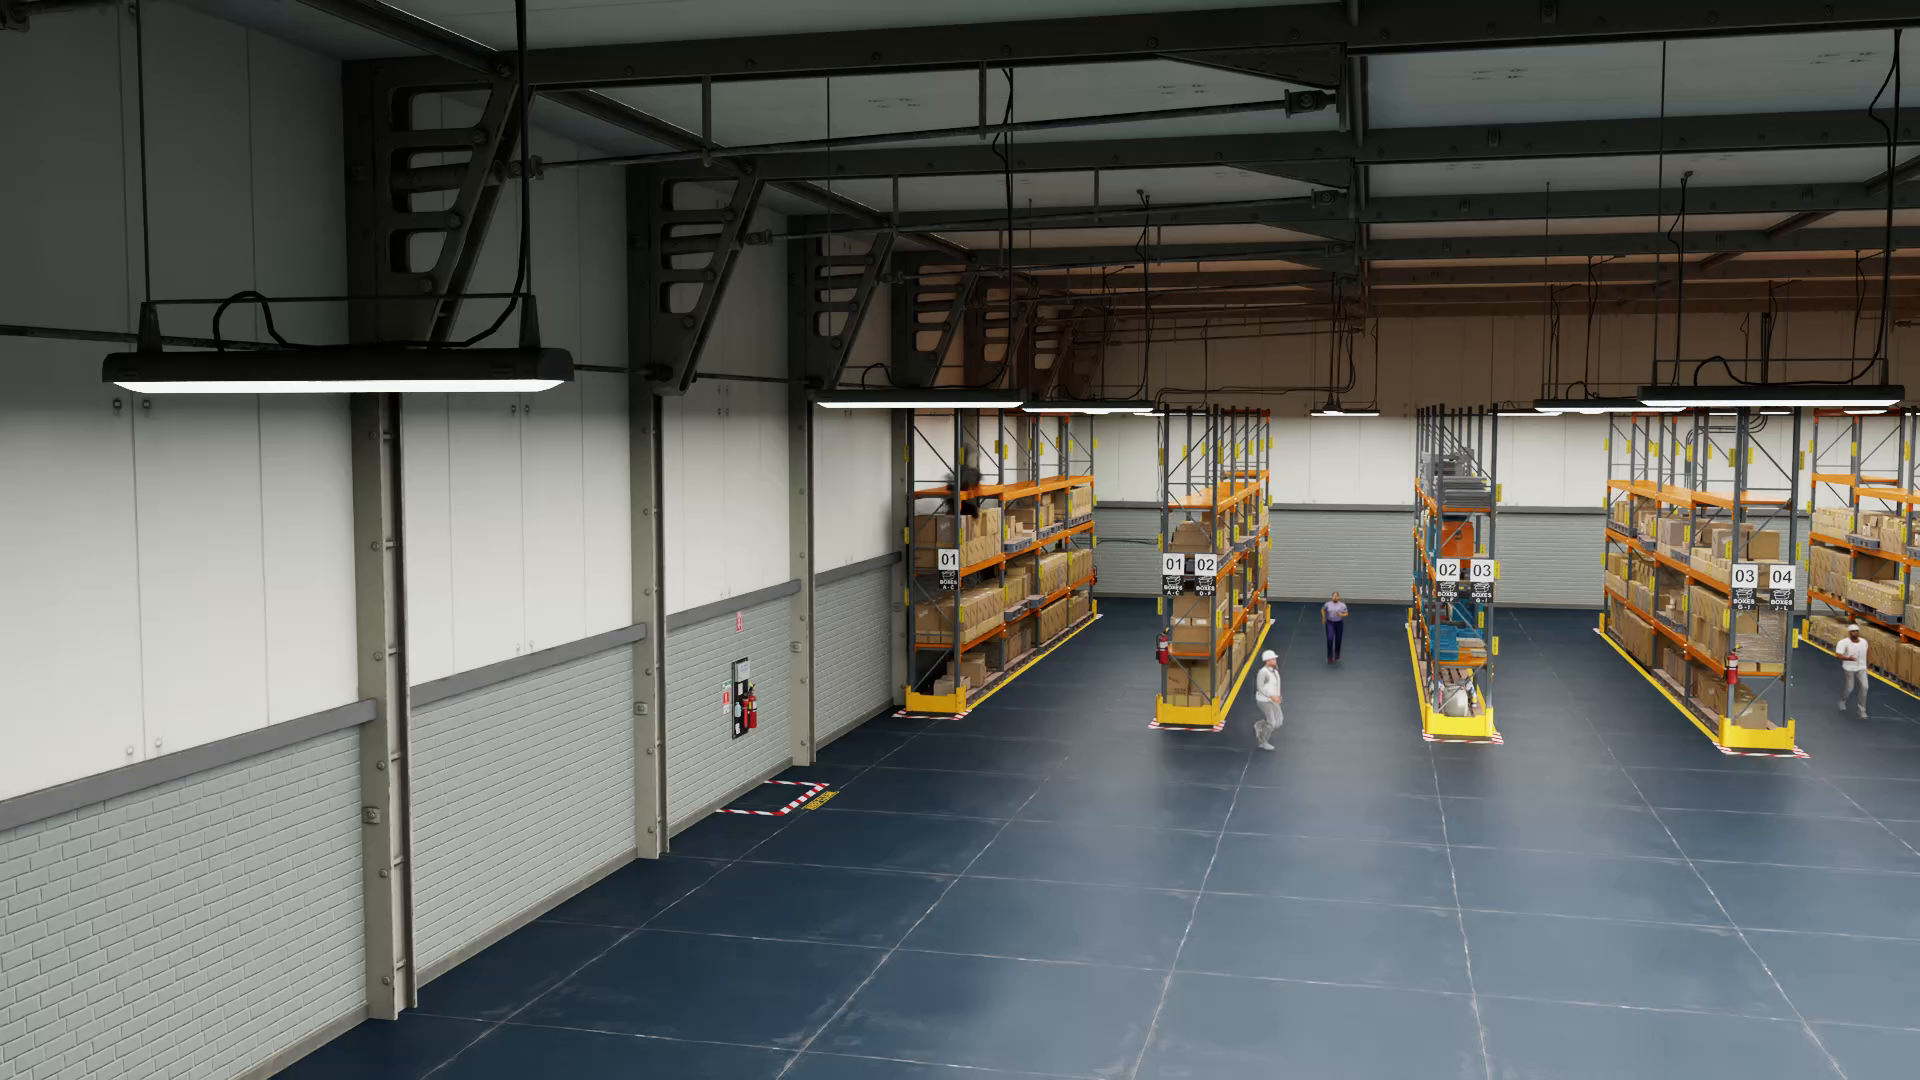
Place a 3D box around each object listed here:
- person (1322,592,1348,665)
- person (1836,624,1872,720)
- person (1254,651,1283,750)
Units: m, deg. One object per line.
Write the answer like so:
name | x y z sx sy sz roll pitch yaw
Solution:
person | 8.800 2.050 39.051 0.589 1.688 0.847 1 4 8
person | 17.258 2.518 32.072 0.704 1.793 0.890 1 4 7
person | 5.343 2.769 28.851 0.619 1.722 0.647 3 5 37
